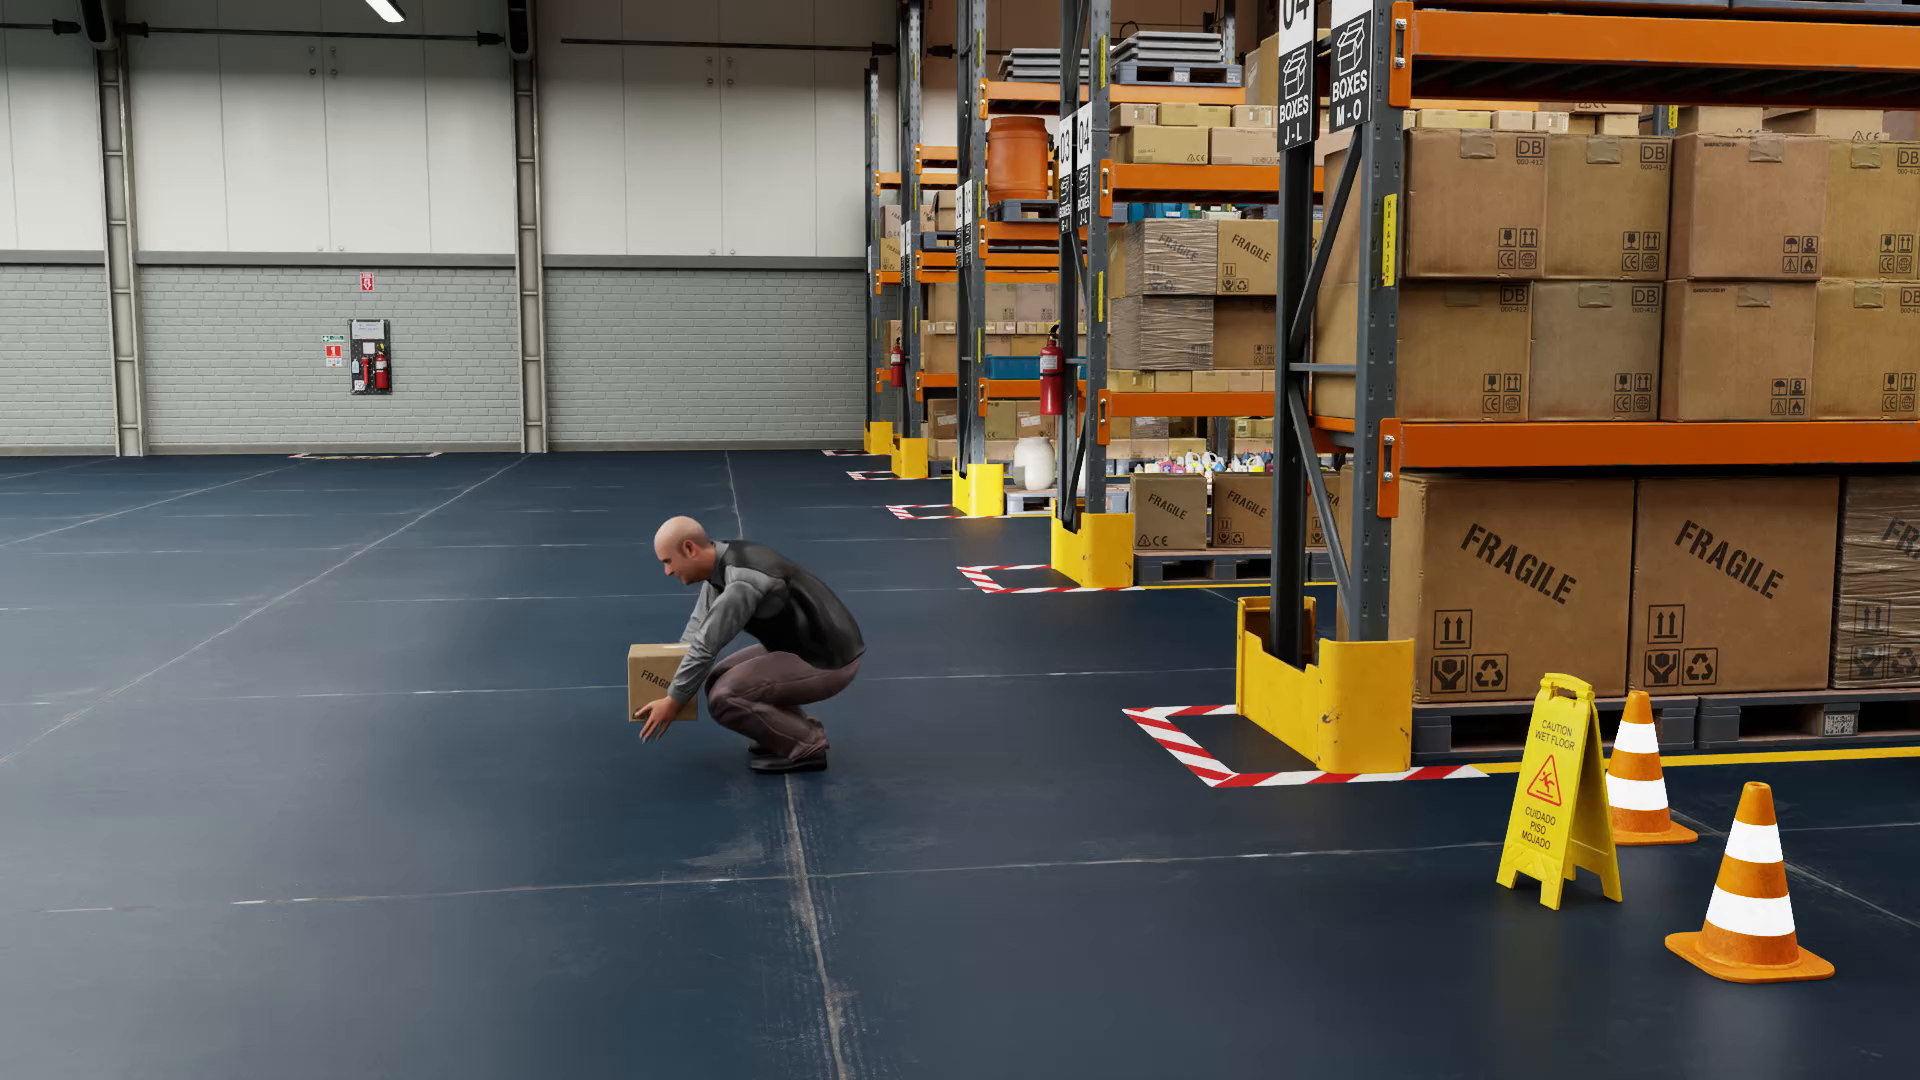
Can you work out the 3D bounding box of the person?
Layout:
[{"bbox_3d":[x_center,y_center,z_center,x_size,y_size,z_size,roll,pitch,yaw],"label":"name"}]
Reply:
[{"bbox_3d":[-0.797,0.382,6.338,0.869,0.974,0.525,-1,7,-9],"label":"person"}]
